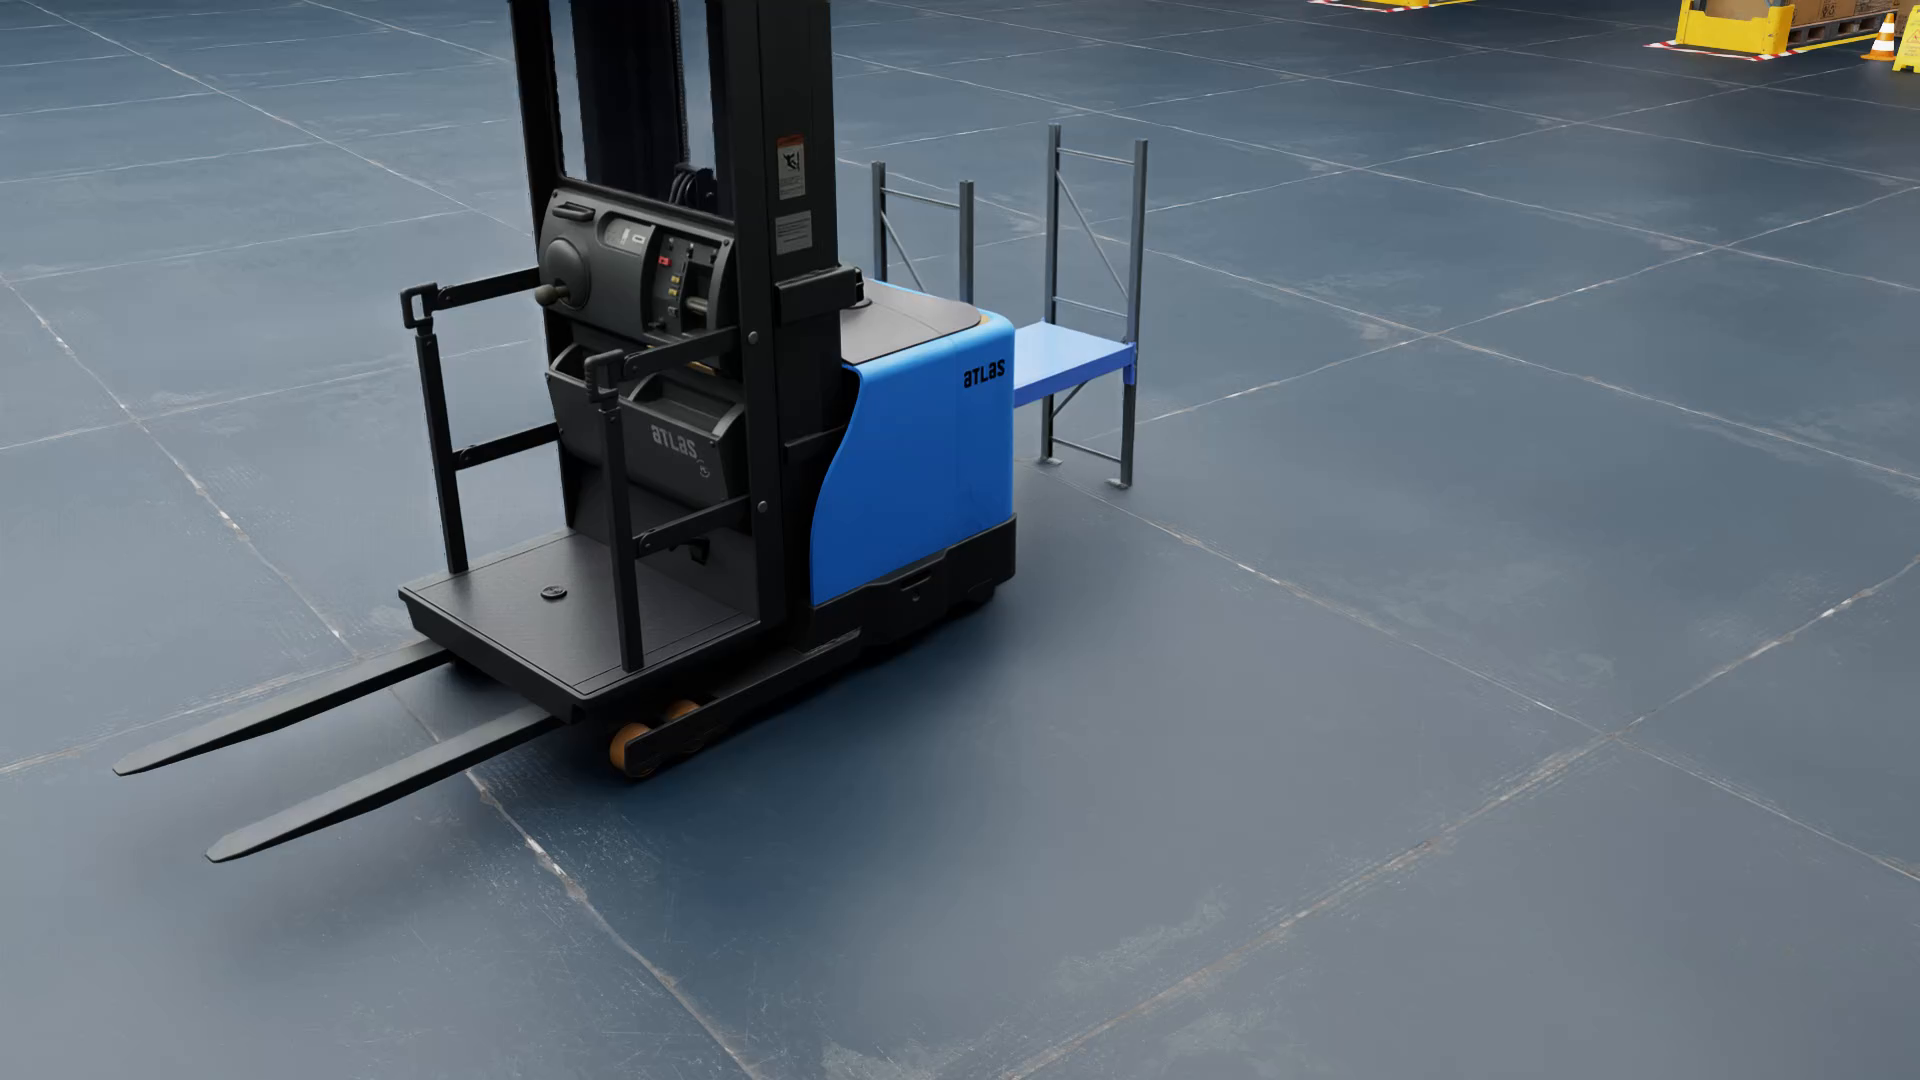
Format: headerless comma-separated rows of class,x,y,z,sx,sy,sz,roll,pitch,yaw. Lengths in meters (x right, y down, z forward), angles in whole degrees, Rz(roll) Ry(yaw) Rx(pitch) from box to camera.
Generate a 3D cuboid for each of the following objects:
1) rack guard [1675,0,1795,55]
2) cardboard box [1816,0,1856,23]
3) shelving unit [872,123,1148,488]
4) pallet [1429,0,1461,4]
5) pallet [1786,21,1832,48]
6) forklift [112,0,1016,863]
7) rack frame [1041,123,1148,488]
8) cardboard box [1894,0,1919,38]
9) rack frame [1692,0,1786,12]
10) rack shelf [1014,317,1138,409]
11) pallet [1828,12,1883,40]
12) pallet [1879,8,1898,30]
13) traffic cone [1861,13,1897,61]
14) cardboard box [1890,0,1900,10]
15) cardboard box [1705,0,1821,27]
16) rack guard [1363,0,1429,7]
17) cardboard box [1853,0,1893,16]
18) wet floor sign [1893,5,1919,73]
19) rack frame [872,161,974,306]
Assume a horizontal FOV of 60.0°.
rack guard,8.635,-5.758,18.562,0.348,0.500,1.175,-18,31,-34
cardboard box,9.837,-6.552,19.329,0.875,0.875,0.875,-19,31,-35
shelving unit,0.209,-0.828,6.753,0.538,1.500,1.048,22,33,39
pallet,6.393,-7.521,22.705,1.213,0.211,1.003,-18,31,-34
pallet,9.234,-5.866,19.140,1.213,0.211,1.003,-18,31,-34
forklift,-1.168,-0.836,5.069,1.130,2.935,3.031,22,33,39
rack frame,0.559,-0.983,7.087,0.500,1.500,0.032,22,33,39
cardboard box,11.213,-6.061,19.213,0.500,0.500,0.500,-13,28,-25
rack frame,8.653,-6.898,18.049,0.127,3.000,1.000,-18,31,-34
rack shelf,0.209,-0.665,6.828,0.538,0.185,1.000,22,33,39
pallet,10.194,-6.182,19.819,1.213,0.211,1.003,-18,31,-34
pallet,11.154,-6.500,20.505,1.213,0.211,1.003,-18,31,-34
traffic cone,9.948,-5.415,17.867,0.334,0.463,0.336,-18,31,-34
cardboard box,11.263,-7.023,20.345,0.875,0.875,0.875,-18,30,-33
cardboard box,9.146,-6.322,18.835,0.875,0.875,0.875,-18,30,-34
rack guard,5.732,-7.453,22.215,0.348,0.500,1.175,-18,31,-34
cardboard box,10.556,-6.788,19.838,0.875,0.875,0.875,-18,30,-34
wet floor sign,9.852,-5.166,17.115,0.267,0.644,0.232,21,32,37
rack frame,-0.141,-0.673,6.418,0.500,1.500,0.032,22,33,39
